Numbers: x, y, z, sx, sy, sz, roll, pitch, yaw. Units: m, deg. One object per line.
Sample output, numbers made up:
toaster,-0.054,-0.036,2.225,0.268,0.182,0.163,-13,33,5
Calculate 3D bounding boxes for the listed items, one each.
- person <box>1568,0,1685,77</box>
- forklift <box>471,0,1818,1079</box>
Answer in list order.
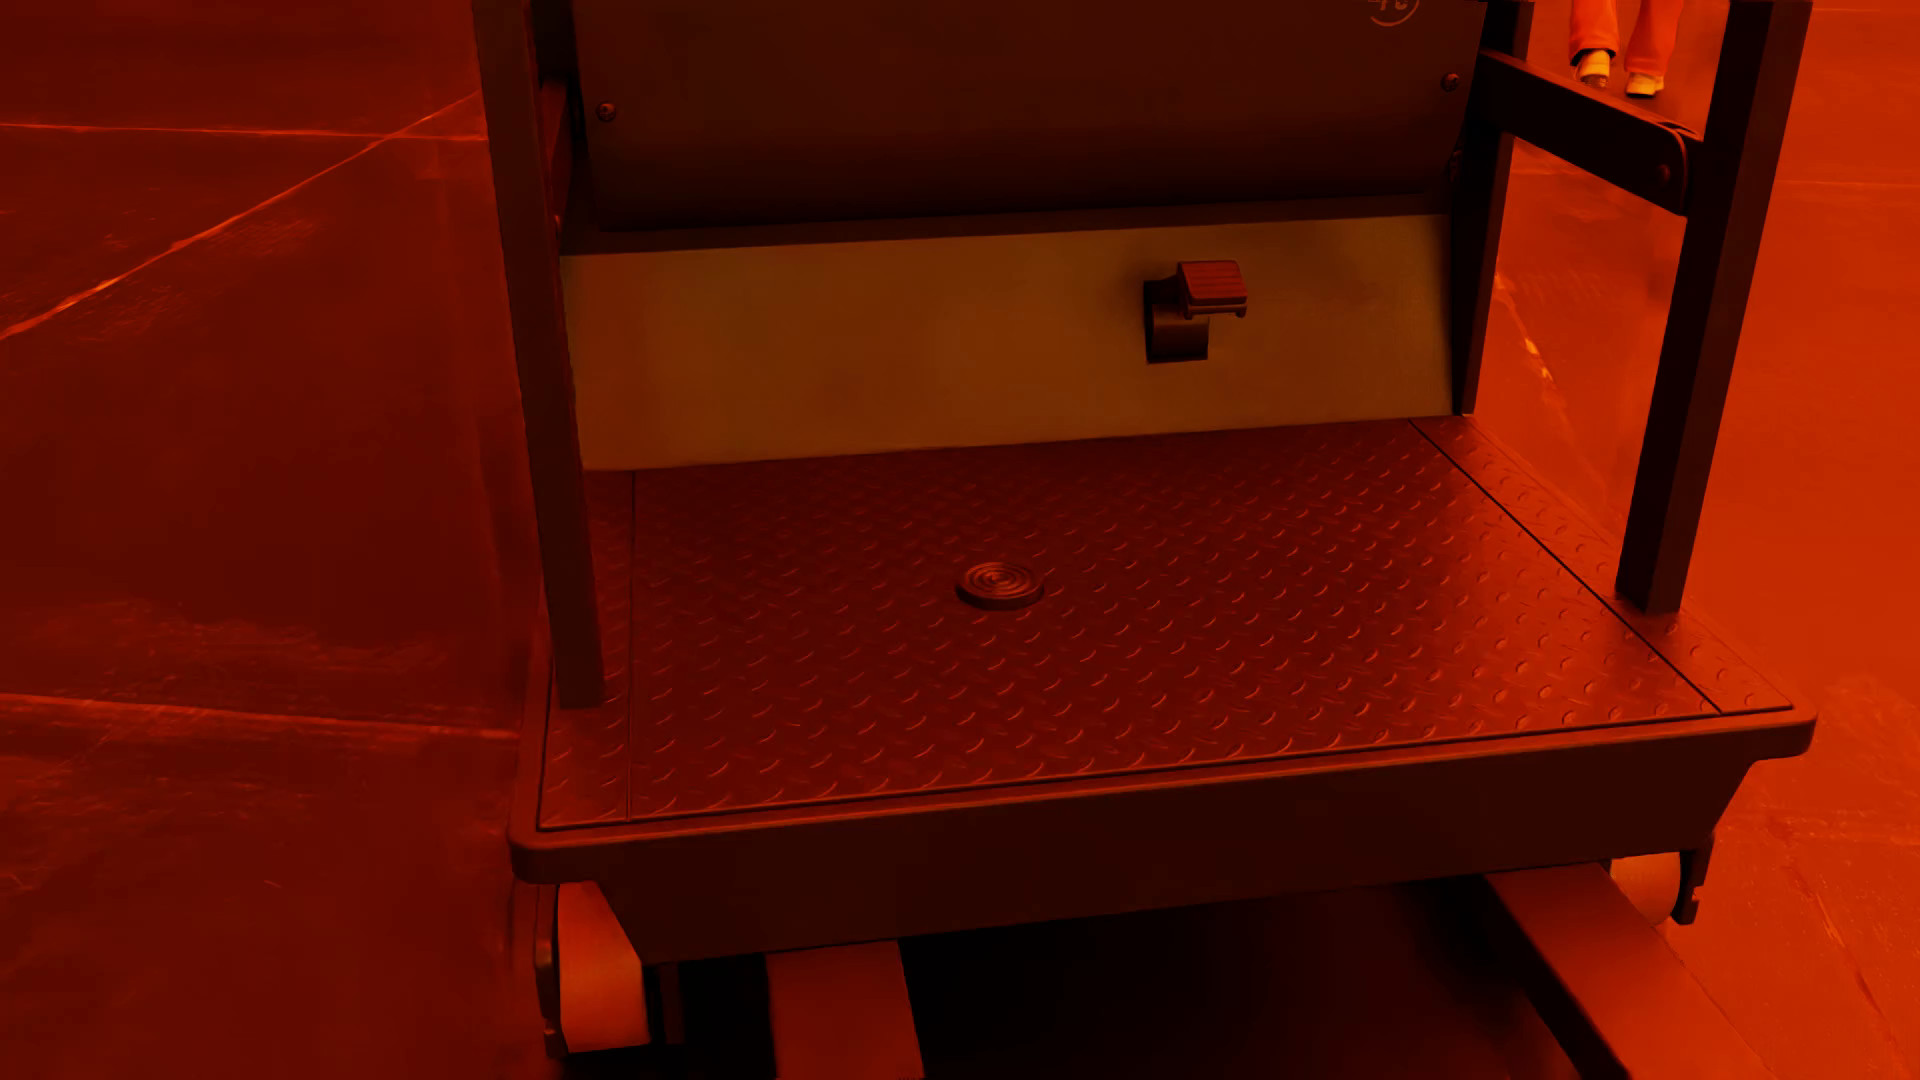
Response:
person,2.132,-2.191,4.966,0.807,1.585,0.651,9,28,17
forklift,0.118,-1.011,1.243,1.130,2.935,3.031,-4,27,-9
